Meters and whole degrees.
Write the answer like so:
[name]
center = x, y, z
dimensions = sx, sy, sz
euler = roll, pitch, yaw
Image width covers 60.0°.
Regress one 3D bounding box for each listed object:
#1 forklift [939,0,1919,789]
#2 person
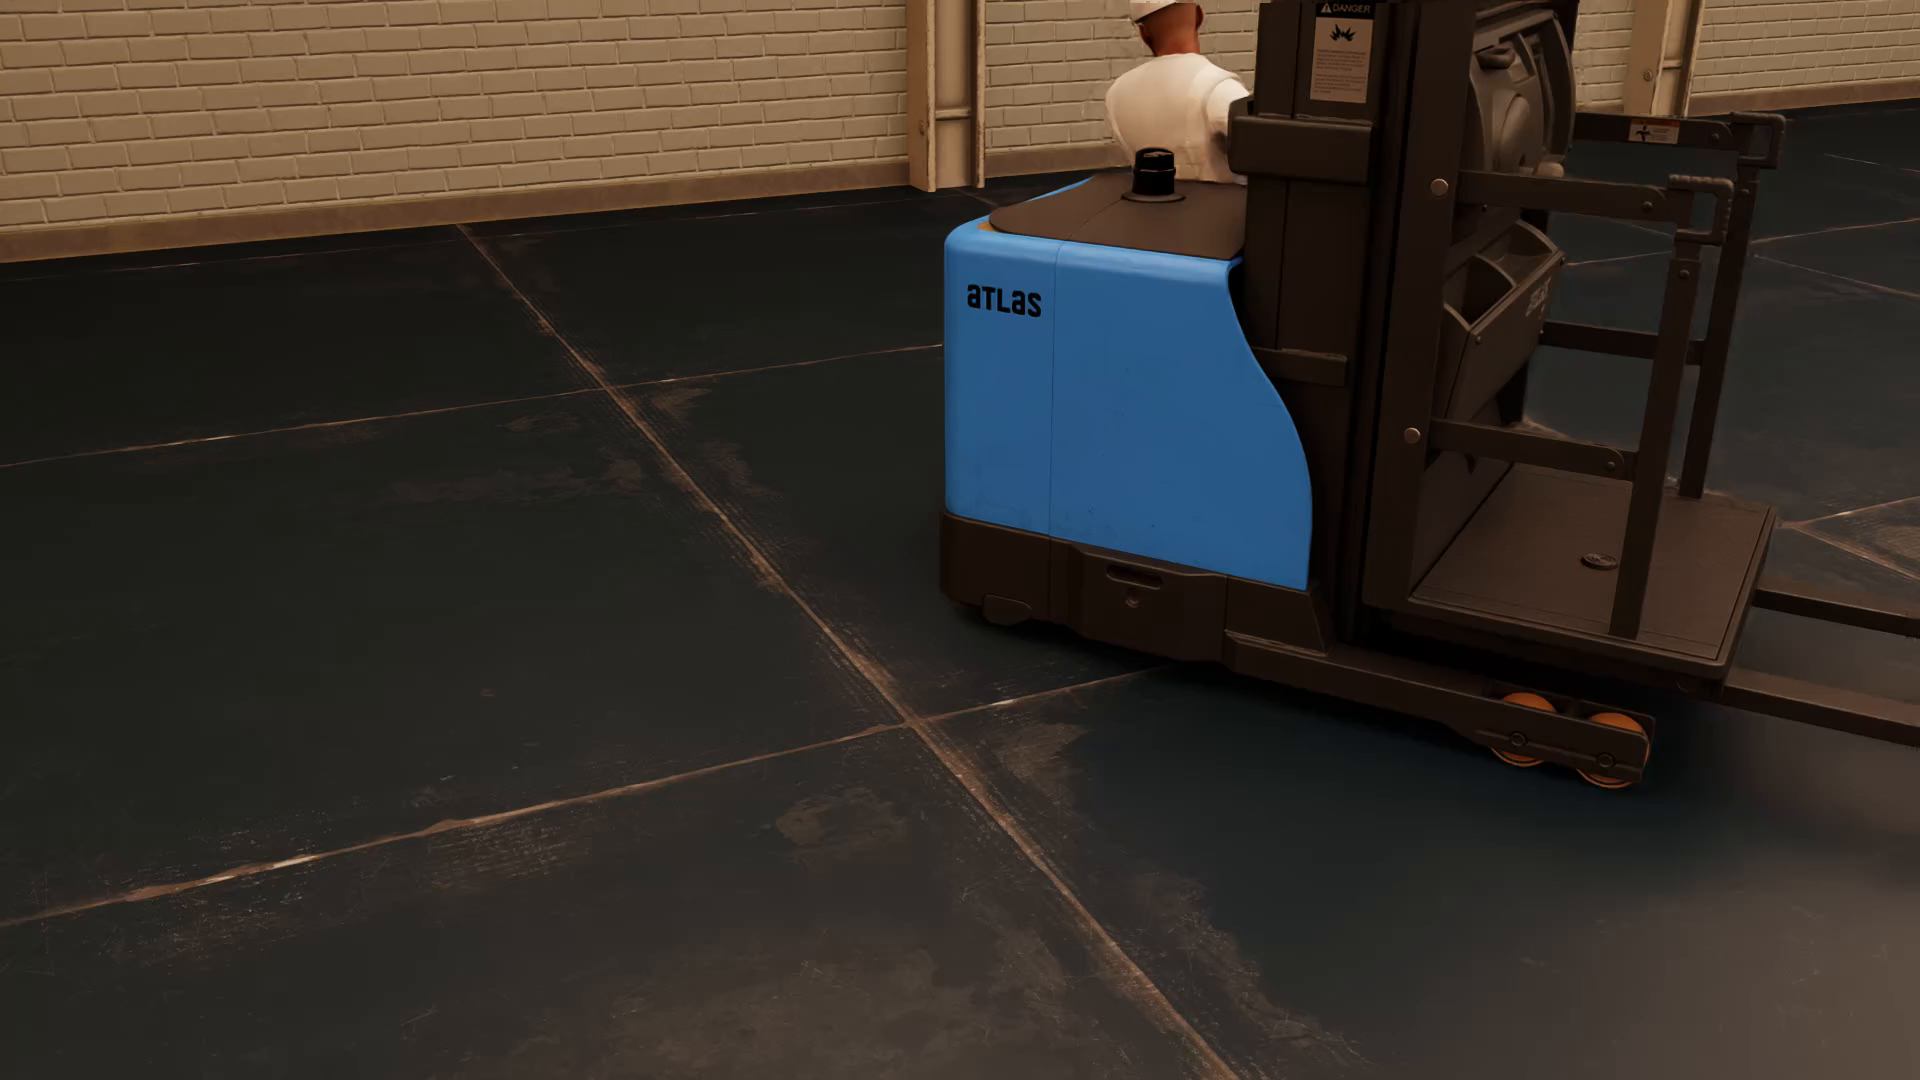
[forklift]
center = 1.478, -1.026, 3.756
dimensions = 3.031, 2.935, 1.130
euler = 12, 26, 28
[person]
center = 0.849, -0.871, 5.045
dimensions = 0.832, 1.678, 0.880
euler = 17, 28, 36
